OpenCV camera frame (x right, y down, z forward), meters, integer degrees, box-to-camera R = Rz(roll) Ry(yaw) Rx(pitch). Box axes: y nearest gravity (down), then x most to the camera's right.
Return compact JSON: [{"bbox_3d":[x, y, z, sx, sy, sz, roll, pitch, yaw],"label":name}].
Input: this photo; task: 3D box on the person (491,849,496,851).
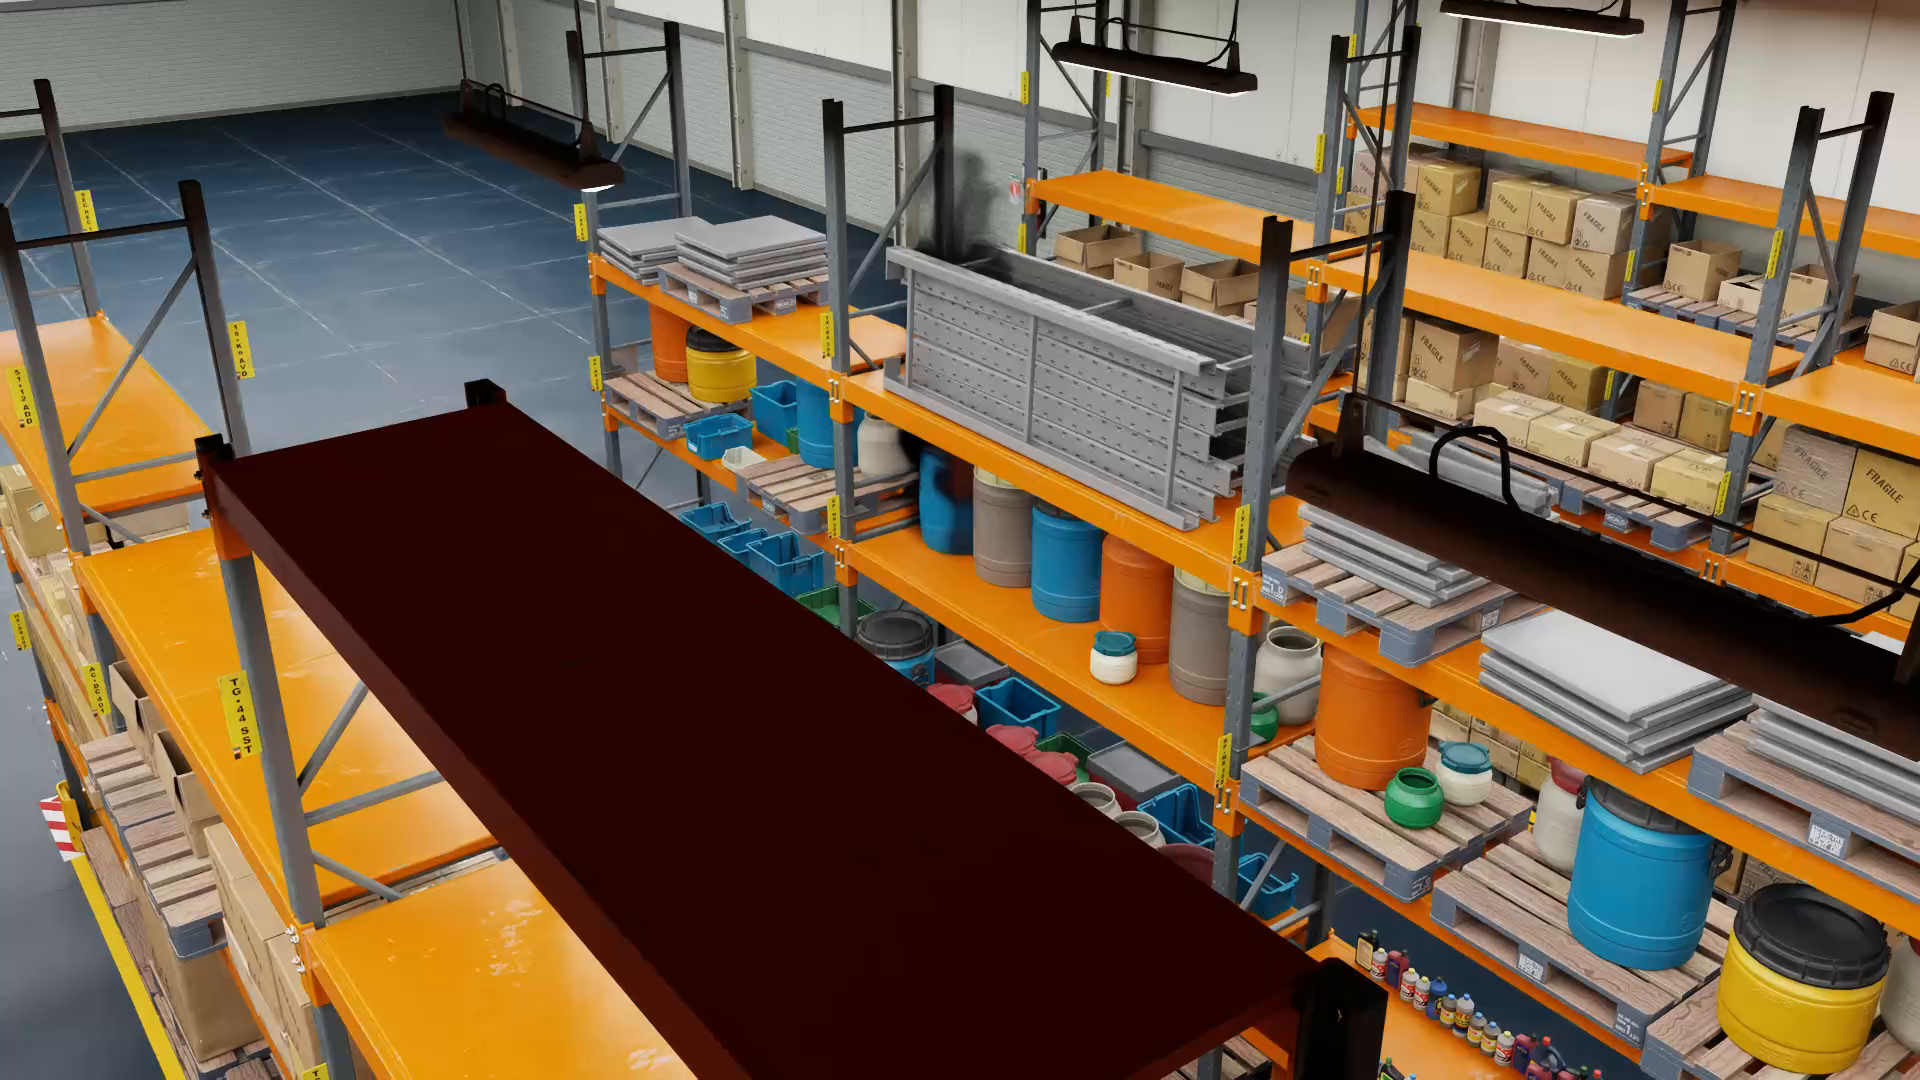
[{"bbox_3d":[-3.773,1.749,12.625,0.608,1.629,0.688,-18,31,-34],"label":"person"}]
